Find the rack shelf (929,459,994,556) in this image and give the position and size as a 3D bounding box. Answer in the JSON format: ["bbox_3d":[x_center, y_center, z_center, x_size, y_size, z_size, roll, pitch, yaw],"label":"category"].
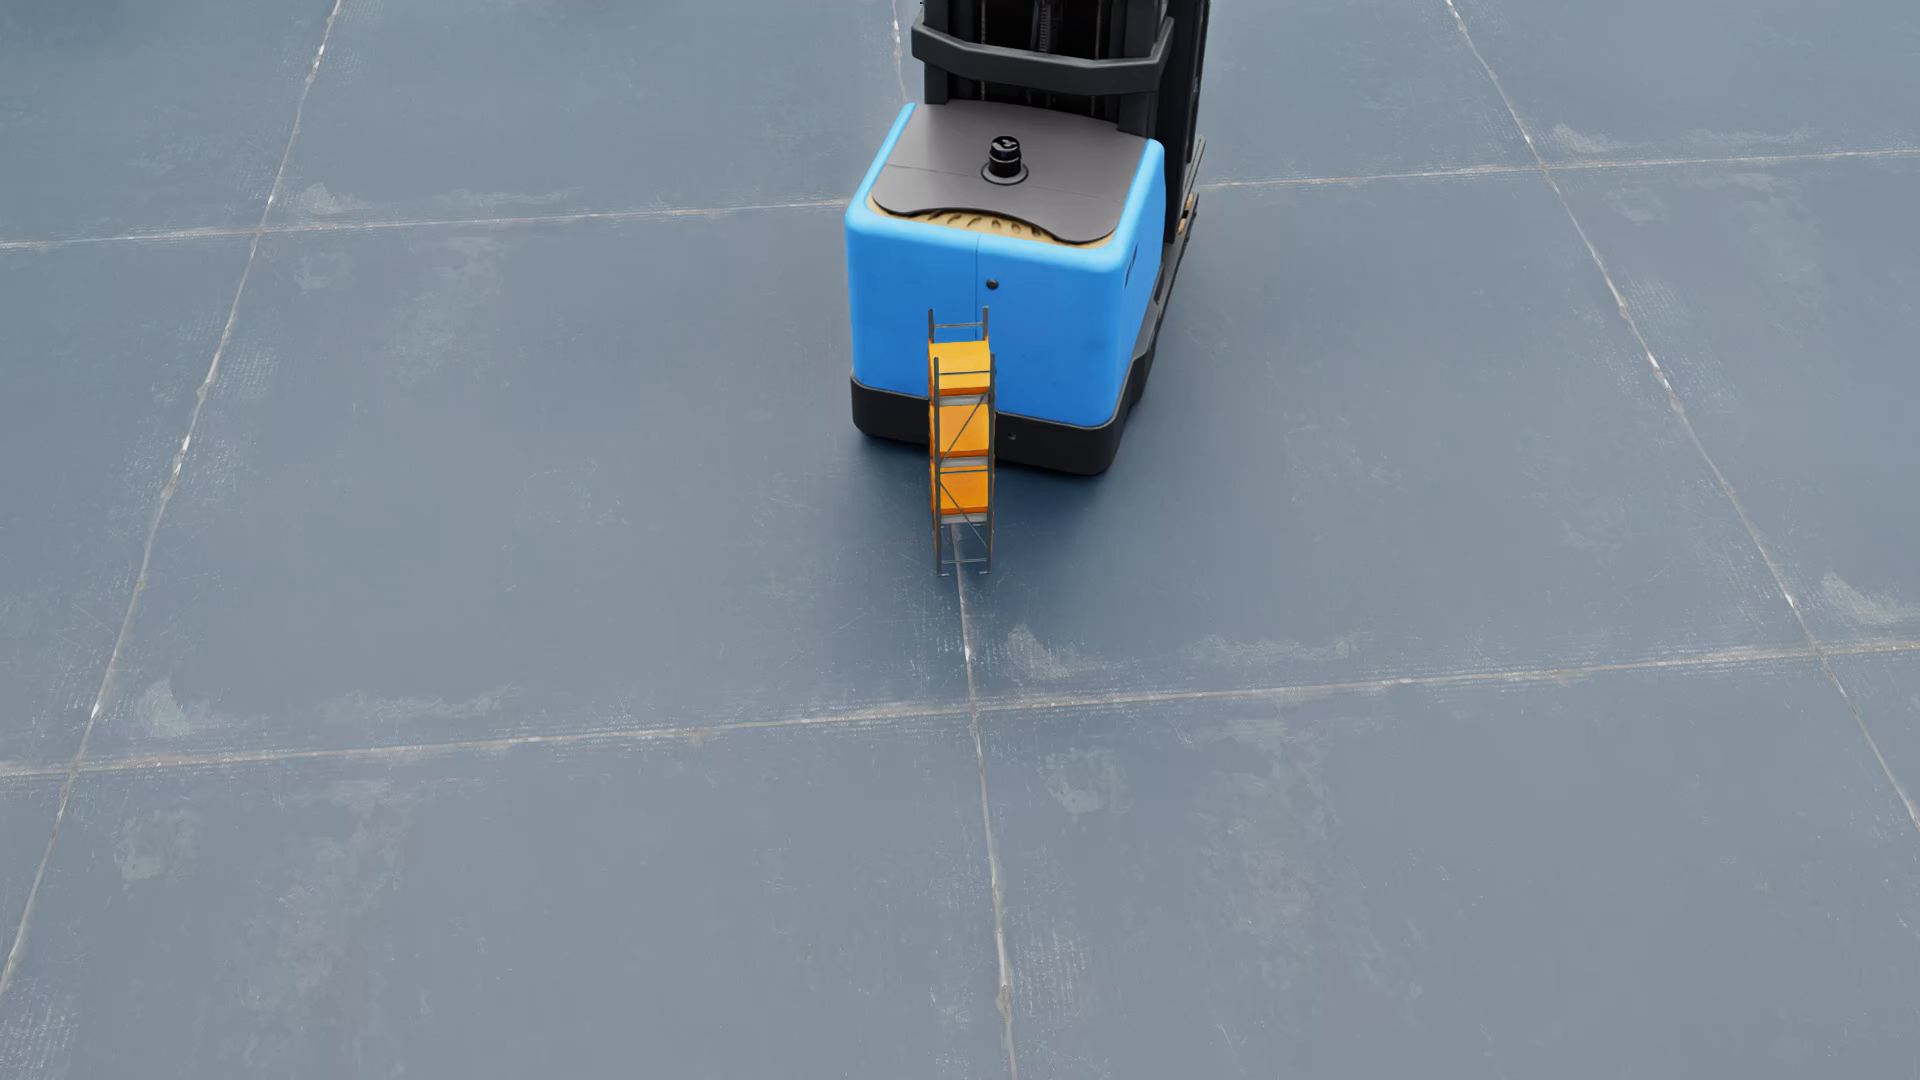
[{"bbox_3d":[0.004,-0.124,6.042,0.215,0.259,0.240,-3,47,-3],"label":"rack shelf"}]

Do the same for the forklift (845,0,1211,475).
[{"bbox_3d":[0.459,-2.351,6.458,1.130,2.935,3.031,11,48,11],"label":"forklift"}]

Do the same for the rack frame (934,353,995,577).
[{"bbox_3d":[0.015,-0.234,5.749,0.200,1.050,0.008,-3,47,-3],"label":"rack frame"}]

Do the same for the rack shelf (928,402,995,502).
[{"bbox_3d":[0.004,-0.315,5.840,0.215,0.259,0.240,-3,47,-3],"label":"rack shelf"}]

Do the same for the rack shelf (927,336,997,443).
[{"bbox_3d":[0.004,-0.510,5.634,0.215,0.259,0.240,-3,47,-3],"label":"rack shelf"}]

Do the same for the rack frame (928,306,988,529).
[{"bbox_3d":[-0.006,-0.411,5.916,0.200,1.050,0.008,-3,47,-3],"label":"rack frame"}]

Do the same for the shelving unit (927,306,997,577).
[{"bbox_3d":[0.004,-0.322,5.832,0.215,1.050,0.252,-3,47,-3],"label":"shelving unit"}]
